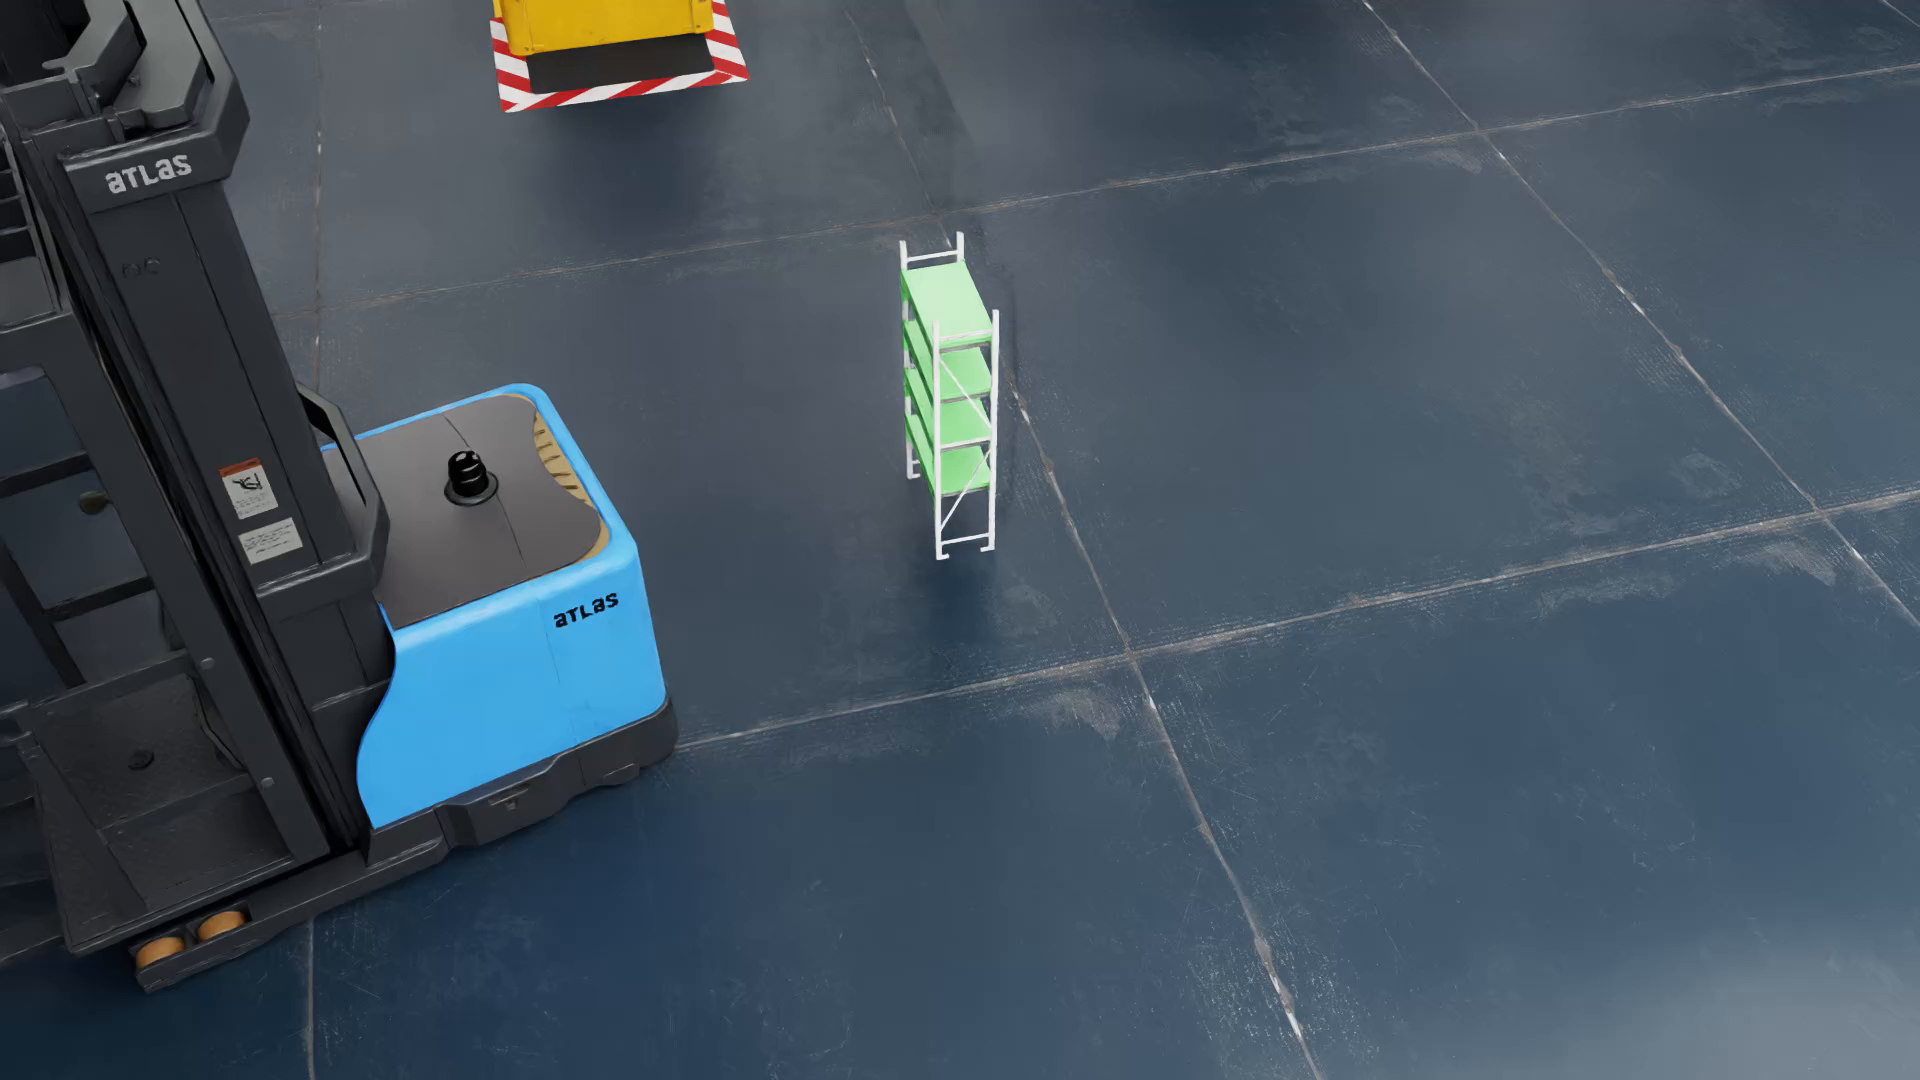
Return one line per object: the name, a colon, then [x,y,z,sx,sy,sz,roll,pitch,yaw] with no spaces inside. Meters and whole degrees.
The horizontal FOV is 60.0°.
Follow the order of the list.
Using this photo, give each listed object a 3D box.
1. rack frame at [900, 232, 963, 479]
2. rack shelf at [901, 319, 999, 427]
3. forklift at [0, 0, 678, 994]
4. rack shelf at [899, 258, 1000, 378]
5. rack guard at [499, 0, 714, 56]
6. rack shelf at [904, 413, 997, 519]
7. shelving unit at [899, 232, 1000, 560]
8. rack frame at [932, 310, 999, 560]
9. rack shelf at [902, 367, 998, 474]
rack frame: [-0.105,-0.703,6.599,0.240,1.200,0.015,-11,47,-10]
rack shelf: [-0.042,-0.658,6.308,0.258,0.148,0.480,-11,47,-10]
forklift: [-2.547,-0.027,4.724,3.031,2.935,1.130,-22,50,-20]
rack shelf: [-0.042,-0.825,6.136,0.258,0.148,0.480,-11,47,-10]
rack guard: [-2.025,-3.138,9.475,1.175,0.500,0.348,-11,47,-10]
rack shelf: [-0.042,-0.322,6.651,0.258,0.148,0.480,-11,47,-10]
shelving unit: [-0.042,-0.534,6.433,0.258,1.200,0.503,-11,47,-10]
rack frame: [0.020,-0.366,6.268,0.240,1.200,0.015,-11,47,-10]
rack shelf: [-0.042,-0.490,6.479,0.258,0.148,0.480,-11,47,-10]
